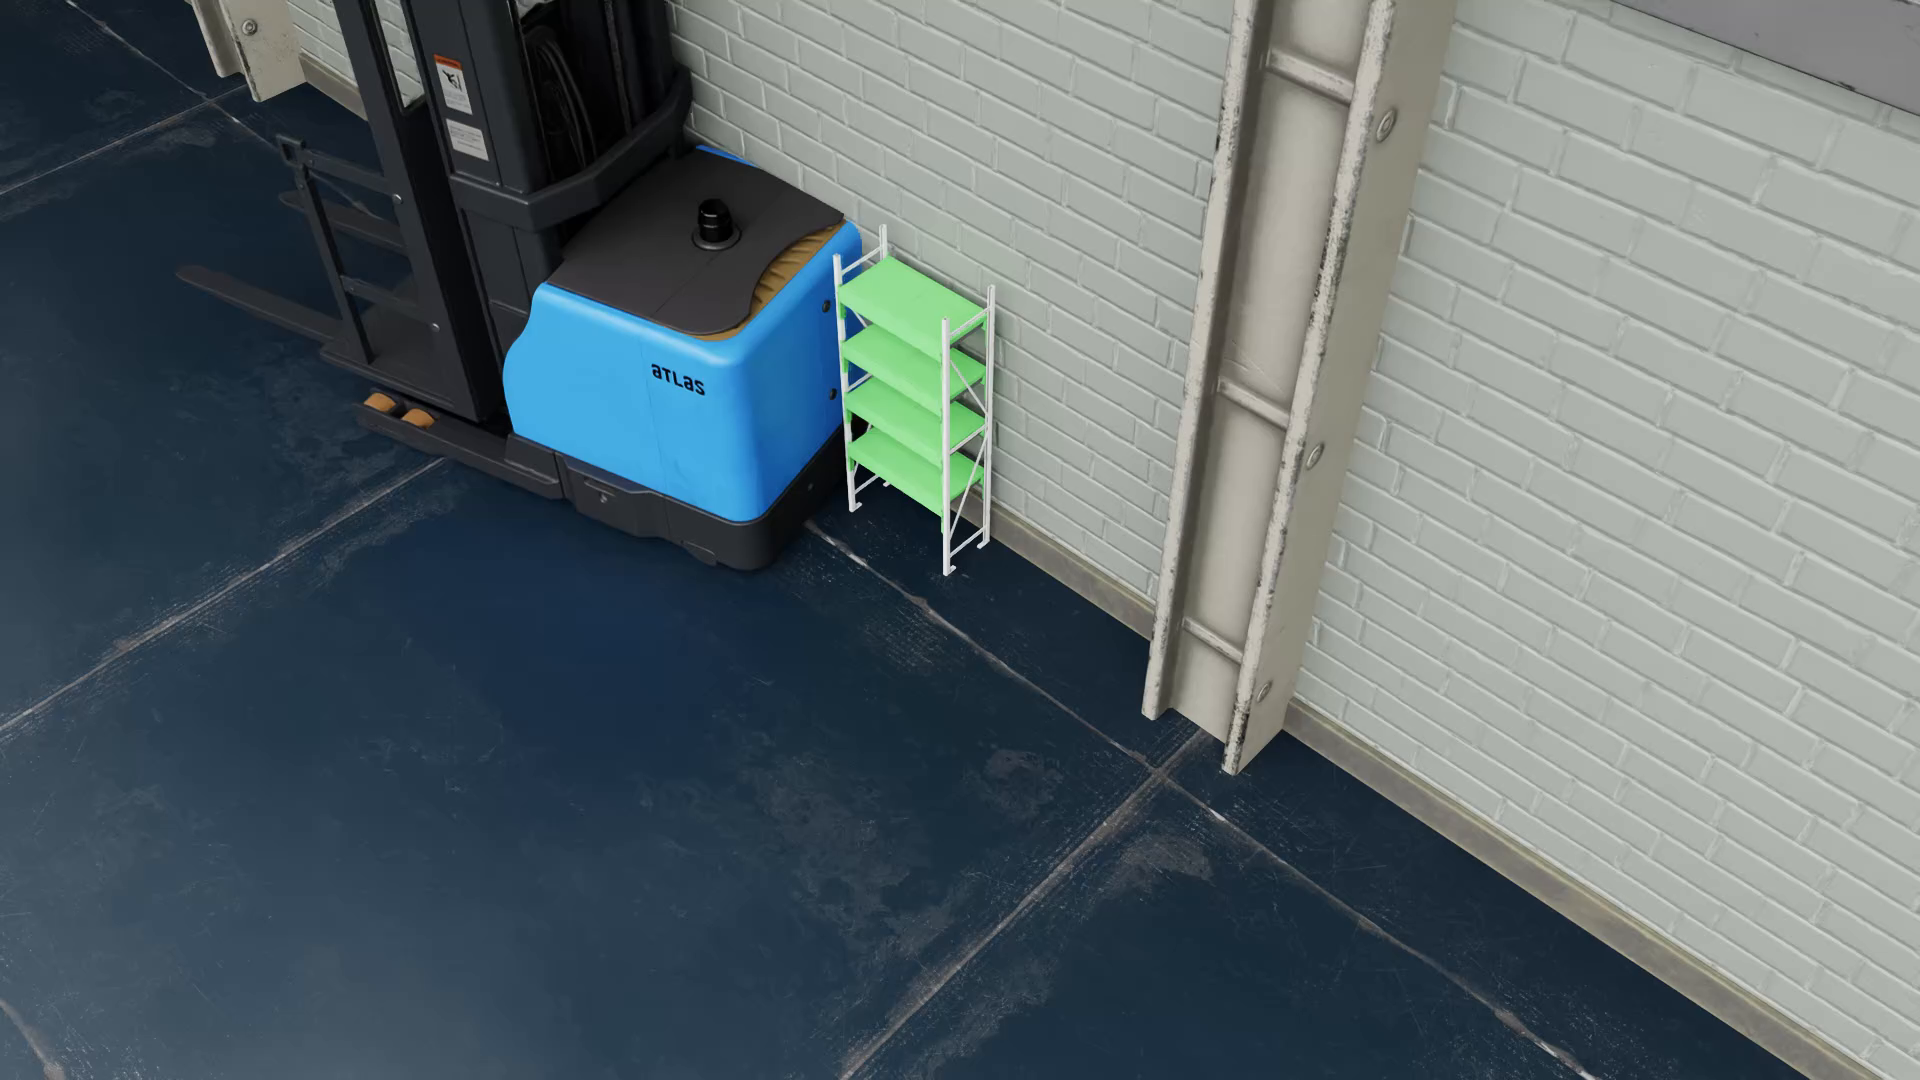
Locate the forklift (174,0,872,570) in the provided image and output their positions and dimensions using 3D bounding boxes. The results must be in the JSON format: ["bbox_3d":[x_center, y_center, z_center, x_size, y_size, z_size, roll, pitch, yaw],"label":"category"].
[{"bbox_3d":[-1.820,-1.674,5.811,3.031,2.935,1.130,21,50,19],"label":"forklift"}]

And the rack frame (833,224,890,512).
[{"bbox_3d":[-0.335,-0.586,5.976,0.015,1.200,0.240,33,55,27],"label":"rack frame"}]

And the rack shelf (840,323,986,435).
[{"bbox_3d":[-0.153,-0.587,5.736,0.480,0.148,0.258,33,55,27],"label":"rack shelf"}]

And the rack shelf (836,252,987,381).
[{"bbox_3d":[-0.153,-0.752,5.562,0.480,0.148,0.258,33,55,27],"label":"rack shelf"}]

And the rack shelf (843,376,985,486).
[{"bbox_3d":[-0.154,-0.422,5.910,0.480,0.148,0.258,33,55,27],"label":"rack shelf"}]

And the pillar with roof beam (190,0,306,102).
[{"bbox_3d":[-6.461,-3.136,3.022,0.400,9.000,9.100,34,55,28],"label":"pillar with roof beam"}]

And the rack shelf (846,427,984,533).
[{"bbox_3d":[-0.155,-0.258,6.085,0.480,0.148,0.258,33,55,27],"label":"rack shelf"}]

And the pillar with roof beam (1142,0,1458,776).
[{"bbox_3d":[-2.052,-0.169,0.236,0.400,9.000,9.100,34,55,28],"label":"pillar with roof beam"}]

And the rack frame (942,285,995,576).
[{"bbox_3d":[0.027,-0.347,5.752,0.015,1.200,0.240,33,55,27],"label":"rack frame"}]

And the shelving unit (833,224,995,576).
[{"bbox_3d":[-0.154,-0.466,5.864,0.503,1.200,0.258,33,55,27],"label":"shelving unit"}]
